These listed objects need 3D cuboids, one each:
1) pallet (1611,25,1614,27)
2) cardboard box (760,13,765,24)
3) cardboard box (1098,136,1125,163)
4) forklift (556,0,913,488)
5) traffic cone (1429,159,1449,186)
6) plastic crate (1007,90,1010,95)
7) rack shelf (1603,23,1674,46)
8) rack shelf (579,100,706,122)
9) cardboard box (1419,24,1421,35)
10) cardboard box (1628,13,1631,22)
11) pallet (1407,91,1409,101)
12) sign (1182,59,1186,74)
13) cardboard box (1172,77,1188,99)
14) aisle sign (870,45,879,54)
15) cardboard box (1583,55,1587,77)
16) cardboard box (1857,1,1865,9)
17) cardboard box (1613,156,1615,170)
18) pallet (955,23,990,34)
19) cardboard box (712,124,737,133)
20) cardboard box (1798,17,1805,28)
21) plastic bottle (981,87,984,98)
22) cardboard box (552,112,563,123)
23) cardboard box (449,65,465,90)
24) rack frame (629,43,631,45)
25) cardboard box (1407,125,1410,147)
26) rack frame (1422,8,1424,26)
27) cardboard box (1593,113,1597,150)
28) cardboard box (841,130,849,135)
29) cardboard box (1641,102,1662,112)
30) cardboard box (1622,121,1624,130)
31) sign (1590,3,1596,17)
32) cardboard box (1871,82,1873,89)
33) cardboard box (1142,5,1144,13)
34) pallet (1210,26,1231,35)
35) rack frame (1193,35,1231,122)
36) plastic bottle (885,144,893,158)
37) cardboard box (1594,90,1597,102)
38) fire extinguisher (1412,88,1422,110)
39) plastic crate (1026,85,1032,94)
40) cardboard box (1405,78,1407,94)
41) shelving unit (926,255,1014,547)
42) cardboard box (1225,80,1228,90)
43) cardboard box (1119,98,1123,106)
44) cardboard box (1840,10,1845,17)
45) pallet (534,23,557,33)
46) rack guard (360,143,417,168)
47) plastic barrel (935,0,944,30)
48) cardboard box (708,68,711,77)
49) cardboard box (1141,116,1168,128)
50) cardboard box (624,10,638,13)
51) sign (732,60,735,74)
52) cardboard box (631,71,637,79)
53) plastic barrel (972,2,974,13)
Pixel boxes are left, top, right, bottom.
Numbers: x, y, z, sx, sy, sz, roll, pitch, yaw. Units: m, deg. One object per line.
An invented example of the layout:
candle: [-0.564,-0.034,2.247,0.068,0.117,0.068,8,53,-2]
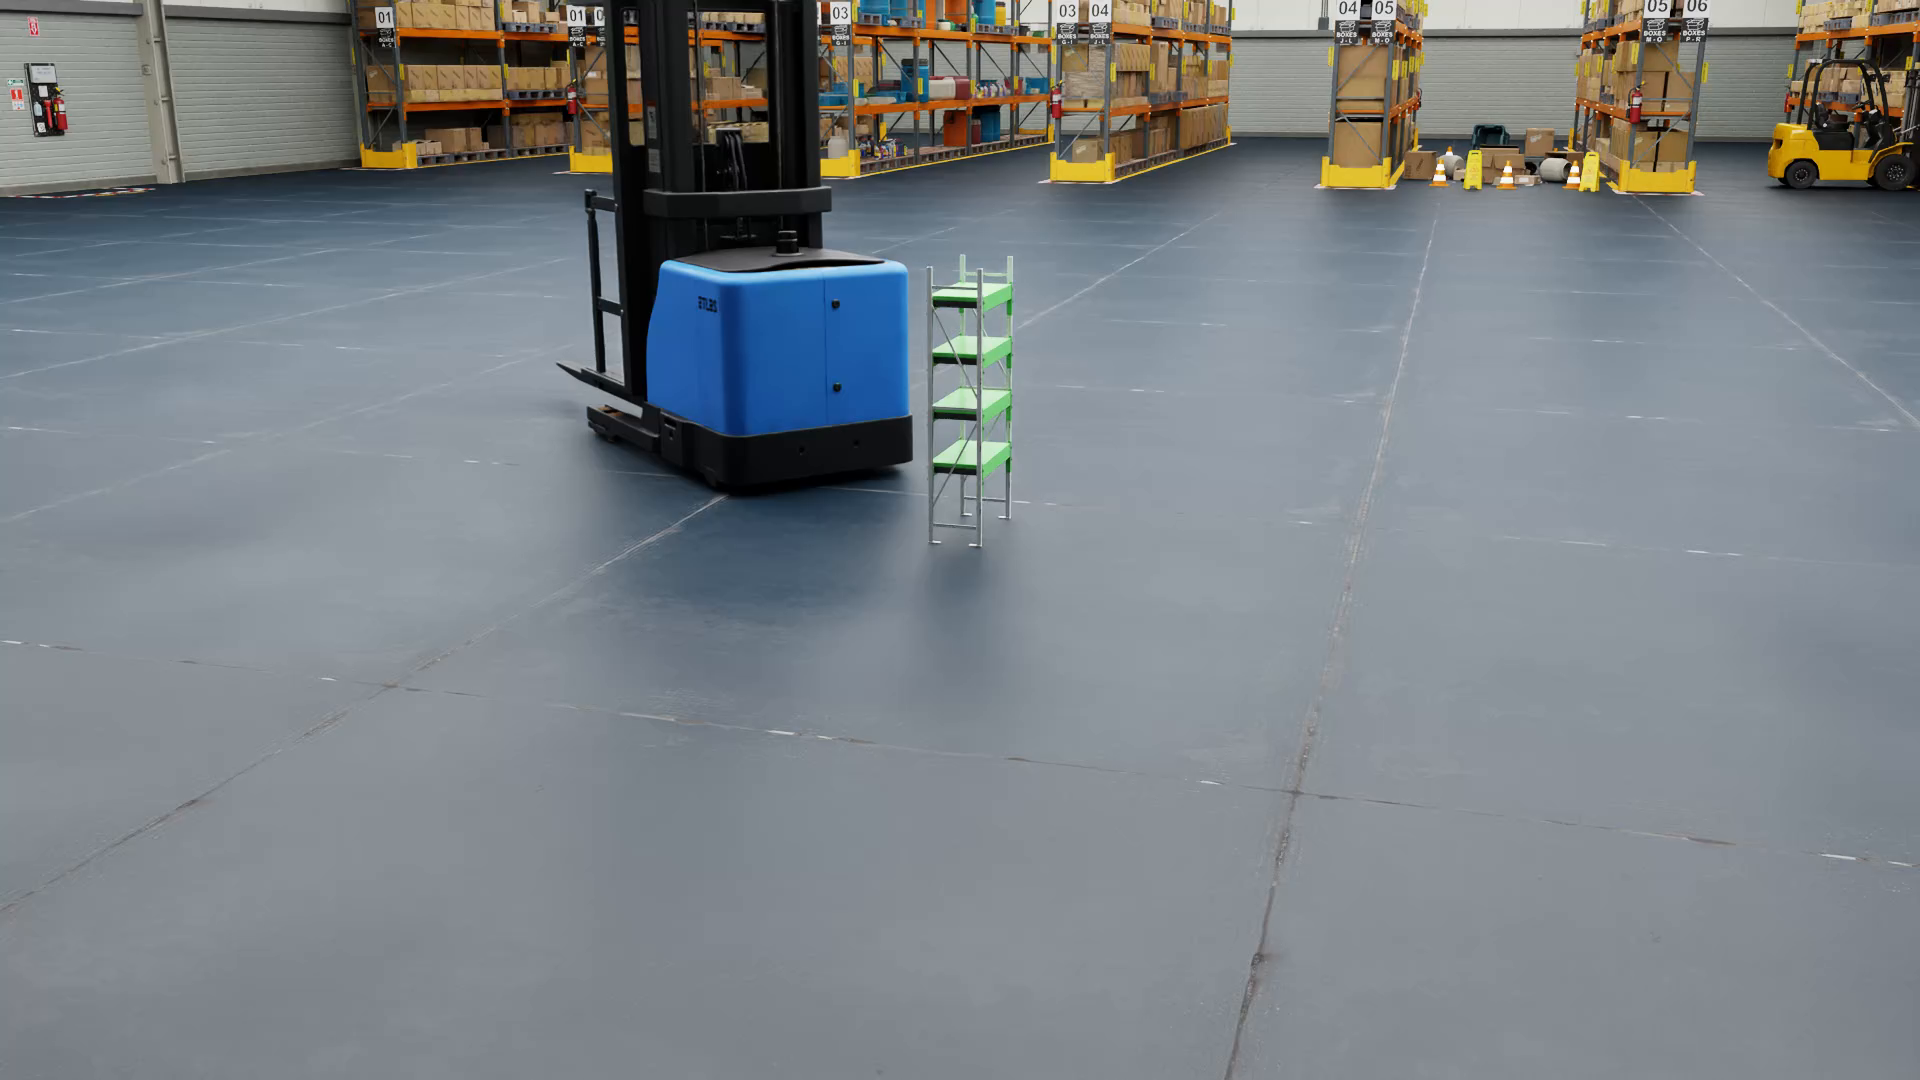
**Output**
pallet: [14.946,-11.578,37.505,0.805,0.209,1.217,4,16,14]
cardboard box: [-4.884,-12.570,40.468,0.910,0.500,0.500,5,16,16]
cardboard box: [2.975,-7.725,32.879,0.500,0.500,0.500,3,16,11]
forklift: [-1.453,-2.017,9.068,1.130,2.935,3.031,-10,19,-31]
traffic cone: [8.486,-6.497,29.387,0.336,0.463,0.334,5,16,16]
plastic crate: [1.178,-11.636,43.229,0.396,0.136,0.243,5,16,16]
rack shelf: [13.454,-9.998,32.902,1.077,0.370,4.000,5,16,16]
rack shelf: [-6.681,-9.046,35.043,1.077,0.370,4.000,5,16,16]
cardboard box: [11.069,-12.566,40.913,0.500,0.250,0.500,5,17,18]
cardboard box: [12.111,-9.307,29.608,0.380,0.149,0.250,4,16,15]
pallet: [9.348,-9.884,37.030,1.213,0.211,1.003,5,16,16]
sign: [5.044,-10.672,37.480,0.100,0.325,0.005,5,16,16]
cardboard box: [4.920,-10.347,38.127,0.500,0.500,0.500,5,17,18]
aisle sign: [-2.390,-14.299,47.482,0.394,0.787,0.004,5,16,16]
cardboard box: [15.316,-11.411,40.046,0.500,0.500,0.500,5,17,17]
cardboard box: [18.896,-11.132,34.582,0.380,0.149,0.250,4,16,15]
cardboard box: [12.170,-6.844,30.230,0.500,0.250,0.500,4,16,15]
pallet: [0.083,-12.121,39.416,1.003,0.211,1.213,5,16,16]
cardboard box: [-5.463,-9.419,38.282,0.500,0.311,0.500,4,16,14]
cardboard box: [20.667,-12.552,40.319,0.500,0.250,0.500,4,16,15]
plastic bottle: [0.527,-10.873,40.401,0.097,0.271,0.097,0,16,0]
cardboard box: [-10.103,-10.378,40.822,0.500,0.250,0.500,5,17,17]
cardboard box: [-11.138,-10.051,36.132,0.500,0.500,0.500,5,17,18]
rack frame: [-8.590,-12.391,45.519,1.000,3.000,0.127,5,16,16]
cardboard box: [10.415,-9.614,39.540,0.500,0.500,0.500,4,16,15]
rack frame: [11.521,-14.761,42.878,1.000,3.000,0.127,5,16,16]
cardboard box: [14.810,-9.245,37.551,0.875,0.875,0.875,5,17,17]
cardboard box: [-3.277,-11.177,45.624,0.380,0.166,0.250,5,16,16]
cardboard box: [11.650,-7.325,28.116,0.380,0.149,0.250,5,17,18]
cardboard box: [11.841,-7.280,29.204,0.380,0.149,0.250,5,17,17]
sign: [14.626,-12.243,38.407,0.100,0.325,0.005,5,16,16]
cardboard box: [18.278,-8.980,32.852,0.500,0.250,0.500,5,17,18]
cardboard box: [3.417,-10.466,32.779,0.380,0.149,0.250,4,16,13]
pallet: [6.593,-13.491,44.062,1.003,0.211,1.213,5,16,16]
rack frame: [6.794,-12.285,45.146,1.000,3.000,0.127,5,16,16]
plastic bottle: [-1.468,-8.064,34.447,0.152,0.276,0.135,5,17,17]
cardboard box: [14.047,-9.639,36.091,0.500,0.250,0.500,5,17,17]
fire extinguisher: [12.035,-11.688,43.864,0.296,0.674,0.183,5,16,16]
plastic crate: [1.708,-12.061,44.551,0.416,0.233,0.300,5,16,16]
cardboard box: [9.092,-9.430,34.894,0.500,0.500,0.500,4,16,15]
shelving unit: [0.047,-0.621,7.318,0.258,1.200,0.503,5,16,16]
cardboard box: [6.911,-12.209,44.606,0.500,0.250,0.500,4,16,15]
cardboard box: [2.906,-8.362,31.775,0.380,0.149,0.250,5,16,16]
cardboard box: [19.084,-11.278,35.606,0.380,0.149,0.250,5,17,17]
pallet: [-10.294,-12.076,39.254,1.213,0.211,1.003,5,16,16]
rack guard: [-11.979,-8.069,34.862,1.175,0.500,0.348,5,16,16]
plastic barrel: [-0.670,-12.063,37.945,0.600,0.901,0.600,0,16,0]
cardboard box: [-7.785,-13.257,48.021,0.980,0.700,0.700,4,16,15]
cardboard box: [4.359,-9.385,37.320,0.500,0.250,0.500,5,17,18]
cardboard box: [-6.746,-10.754,33.685,0.380,0.149,0.250,5,16,16]
sign: [-5.499,-11.520,40.471,0.100,0.325,0.005,5,16,16]
cardboard box: [-6.787,-9.449,33.775,0.380,0.149,0.250,5,16,16]
plastic barrel: [0.131,-12.763,40.313,0.433,0.535,0.433,0,16,0]
